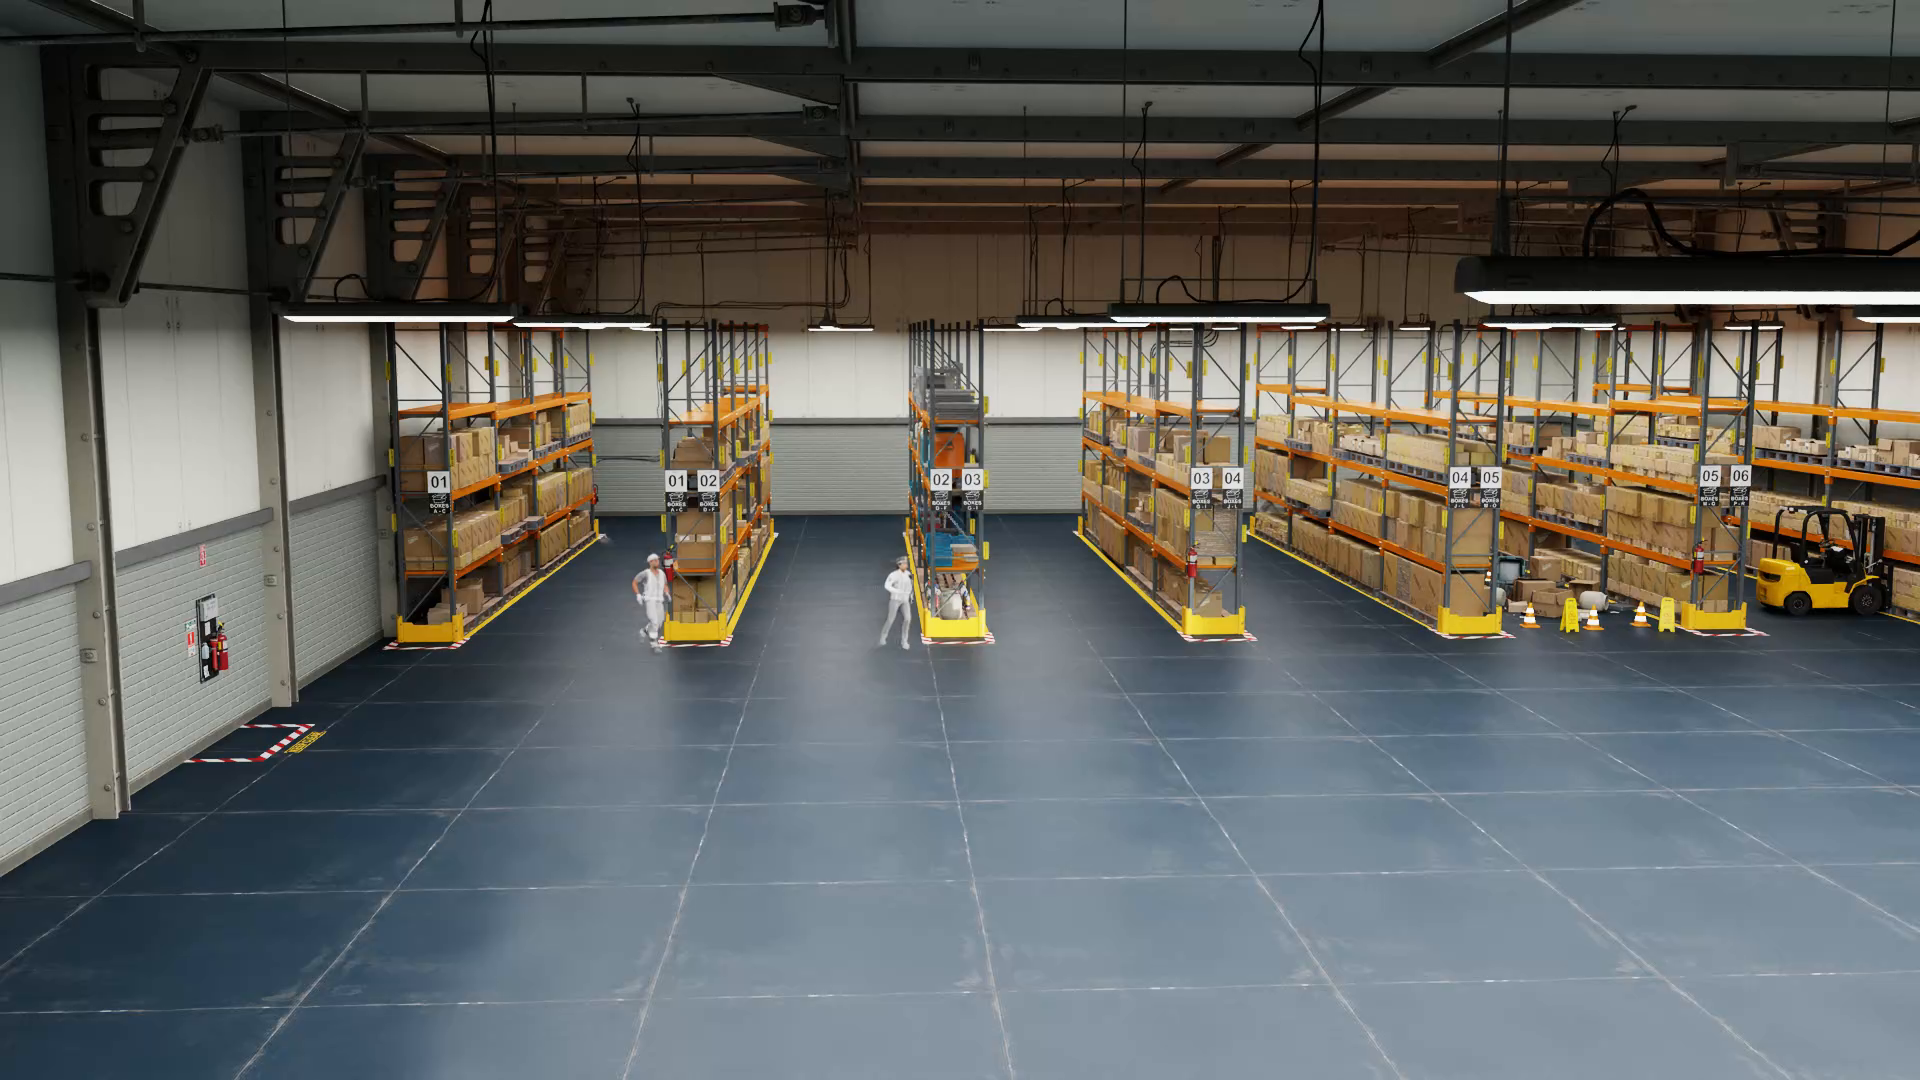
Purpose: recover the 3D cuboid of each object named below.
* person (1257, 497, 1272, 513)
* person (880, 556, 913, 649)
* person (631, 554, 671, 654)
[{"bbox_3d":[9.074,-1.200,49.225,0.620,1.701,0.803,0,7,4],"label":"person"},{"bbox_3d":[-1.061,1.117,30.421,0.670,1.650,0.858,-3,8,-26],"label":"person"},{"bbox_3d":[-5.566,1.142,30.204,0.703,1.754,0.746,-7,10,-44],"label":"person"}]
